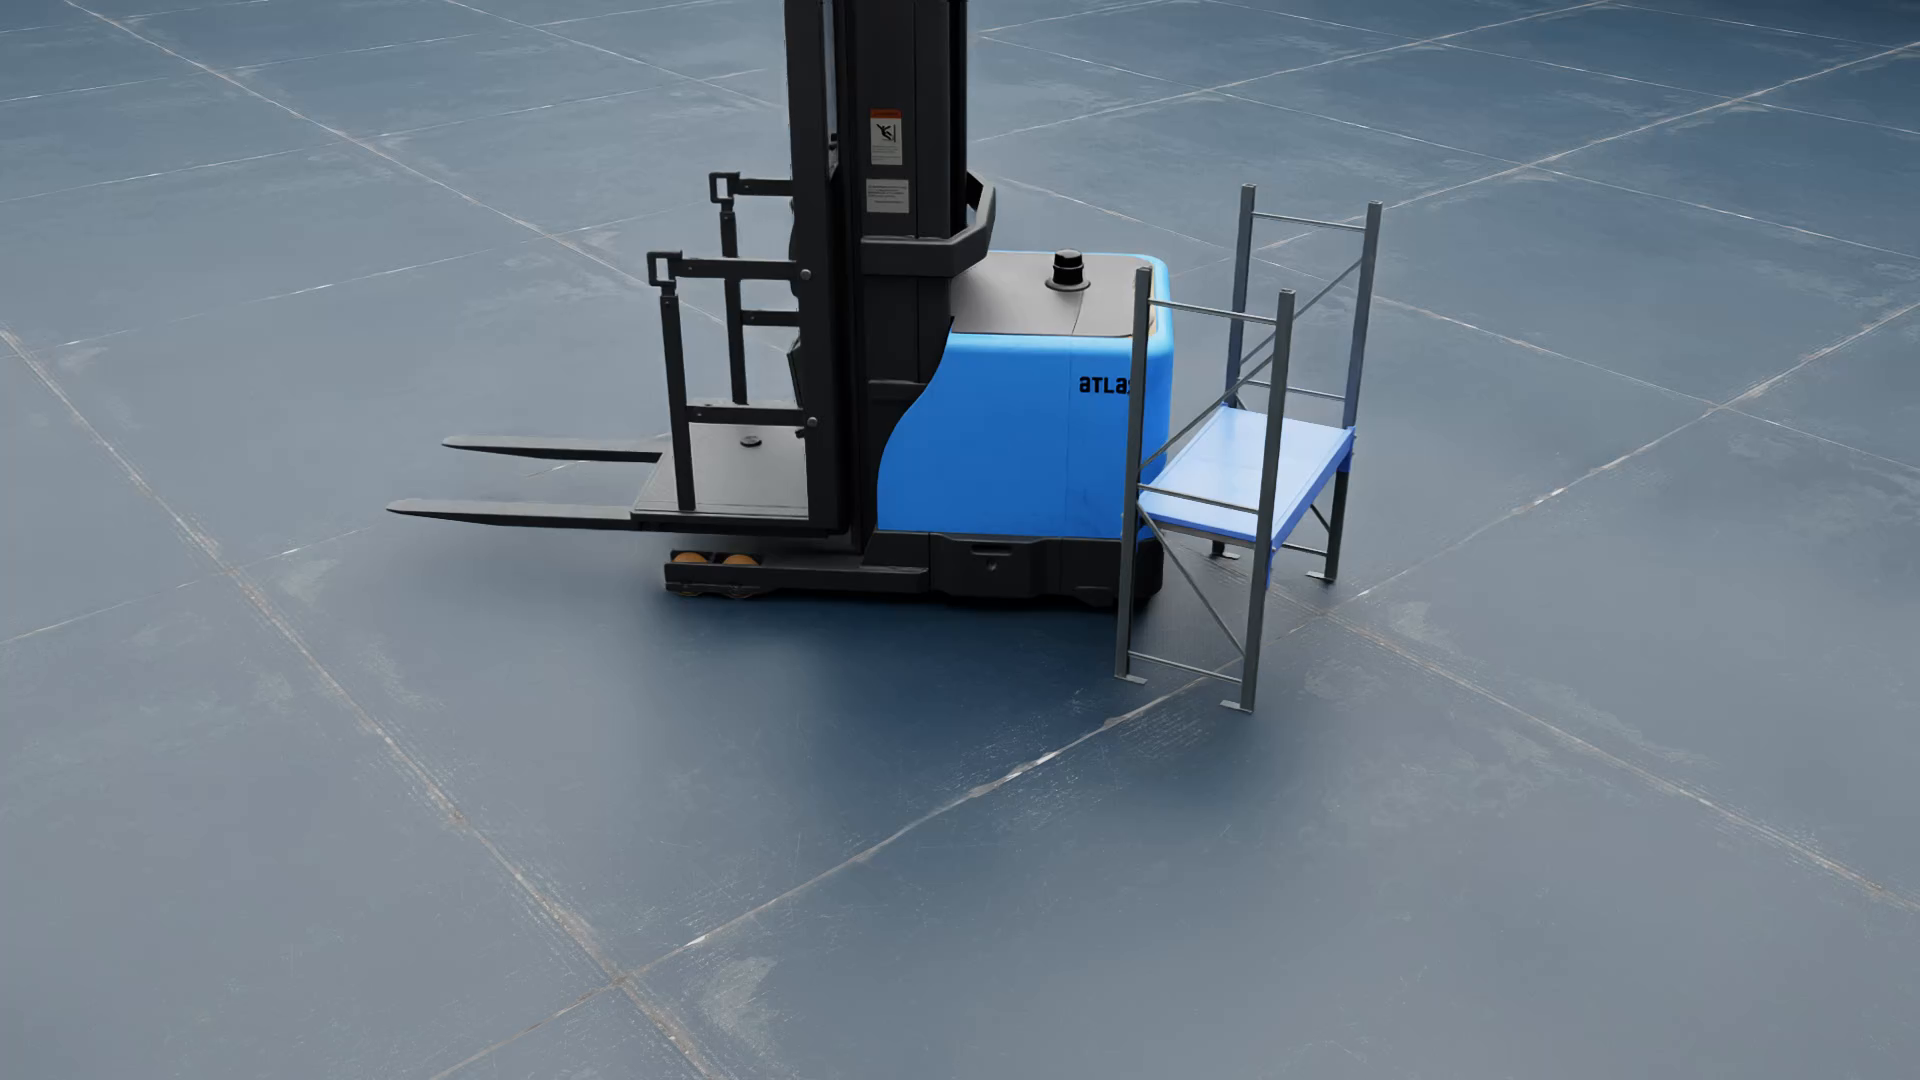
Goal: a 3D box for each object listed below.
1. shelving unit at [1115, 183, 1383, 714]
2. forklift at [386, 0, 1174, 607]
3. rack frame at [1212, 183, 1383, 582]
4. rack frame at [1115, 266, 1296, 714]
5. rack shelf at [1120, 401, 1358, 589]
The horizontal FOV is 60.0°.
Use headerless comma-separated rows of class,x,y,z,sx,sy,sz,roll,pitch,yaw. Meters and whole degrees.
shelving unit,1.004,-0.344,5.801,0.538,1.500,1.048,14,31,24
forklift,-0.712,-1.314,6.098,3.031,2.935,1.130,2,28,4
rack frame,1.235,-0.557,6.201,0.500,1.500,0.032,14,31,24
rack frame,0.773,-0.130,5.402,0.500,1.500,0.032,14,31,24
rack shelf,1.004,-0.185,5.886,0.538,0.185,1.000,14,31,24
